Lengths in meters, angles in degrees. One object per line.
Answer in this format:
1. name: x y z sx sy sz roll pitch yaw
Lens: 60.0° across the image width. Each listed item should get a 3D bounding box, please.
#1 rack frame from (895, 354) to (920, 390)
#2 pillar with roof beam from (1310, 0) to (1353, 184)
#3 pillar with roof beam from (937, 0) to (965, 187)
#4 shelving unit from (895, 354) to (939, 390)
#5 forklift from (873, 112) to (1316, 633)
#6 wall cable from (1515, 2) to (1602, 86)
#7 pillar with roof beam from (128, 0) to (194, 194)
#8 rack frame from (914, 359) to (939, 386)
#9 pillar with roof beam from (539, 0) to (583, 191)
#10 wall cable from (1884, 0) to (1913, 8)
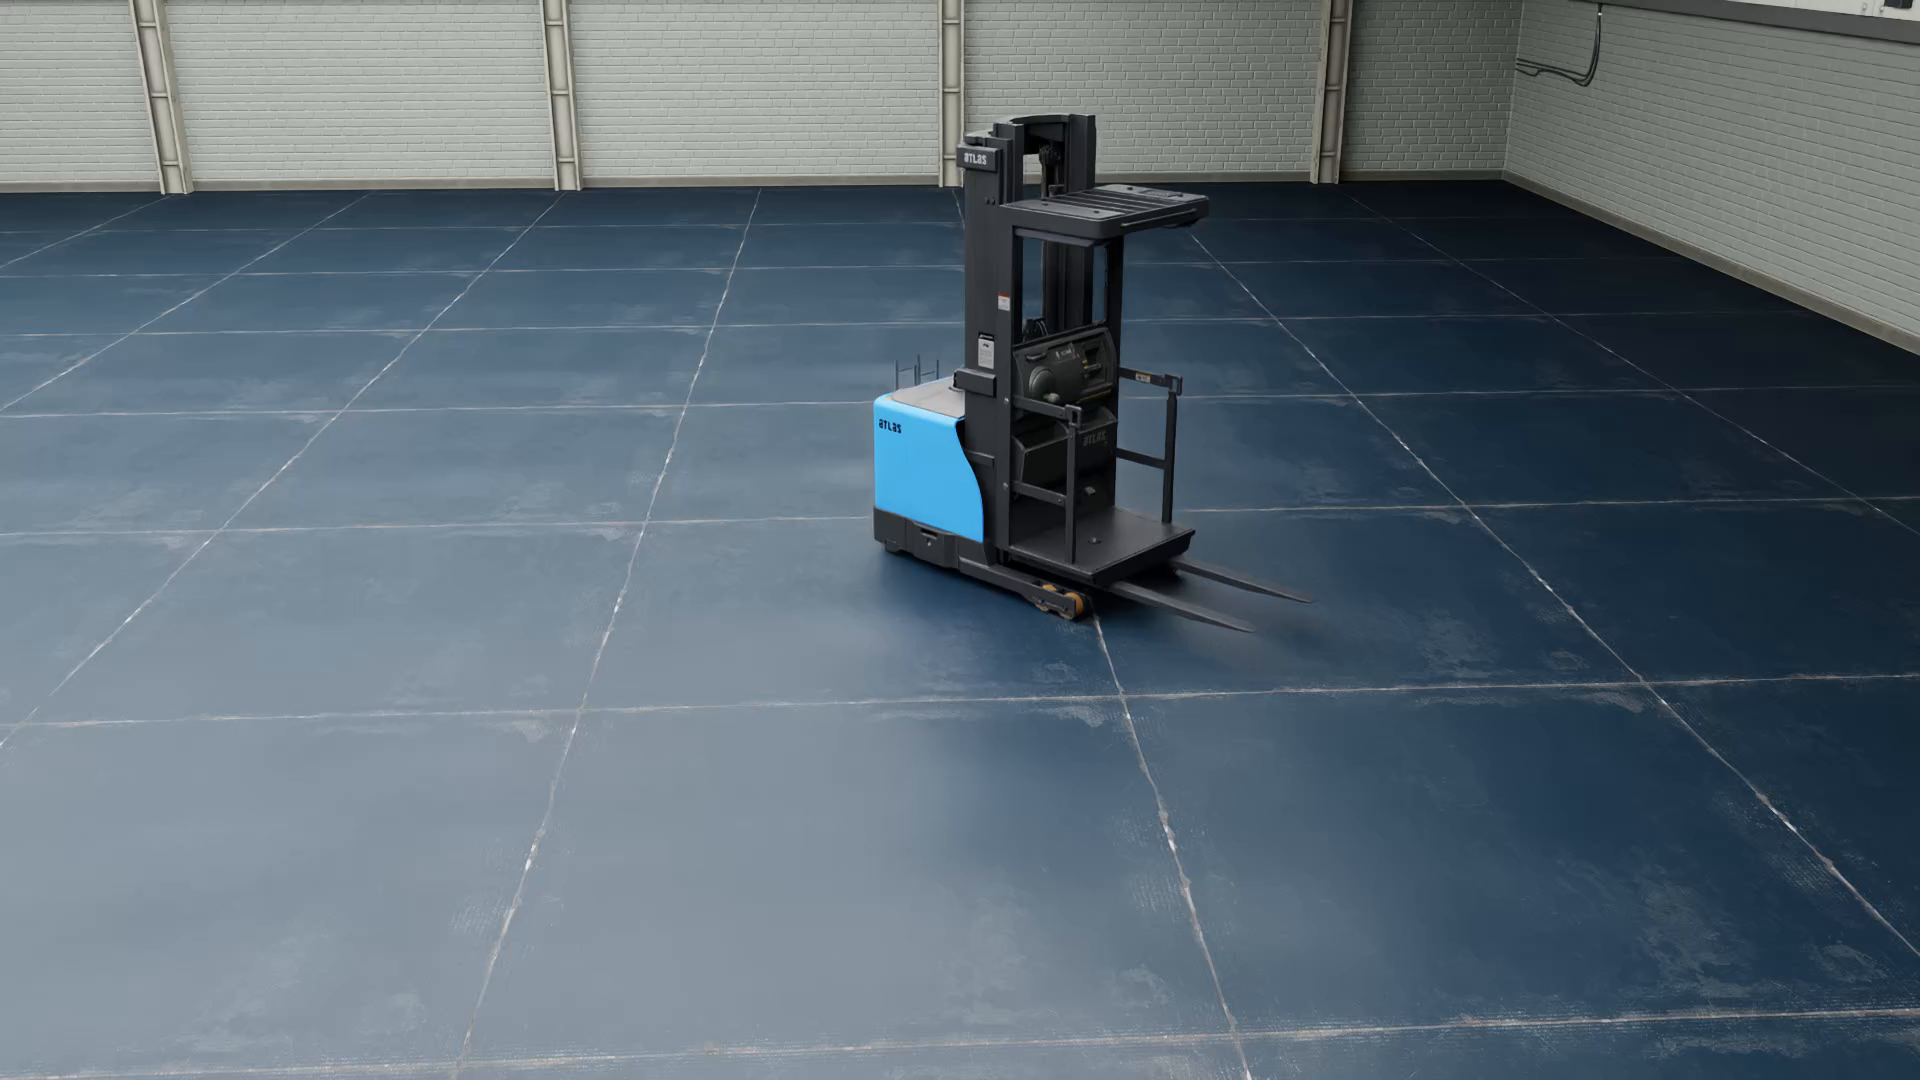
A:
1. rack frame: -0.365 -0.712 11.805 0.006 1.200 0.240 19 28 40
2. pillar with roof beam: 6.097 -8.430 21.116 0.400 9.000 9.100 -1 21 -3
3. pillar with roof beam: 0.107 -8.308 20.796 0.400 9.000 9.100 -1 21 -3
4. shelving unit: -0.298 -0.690 11.746 0.189 1.200 0.258 19 28 40
5. forklift: 0.823 -1.085 10.352 3.031 2.935 1.130 19 28 40
6. wall cable: 8.868 -8.098 24.608 0.112 2.526 3.097 -1 21 -3
7. pillar with roof beam: -11.874 -8.064 20.155 0.400 9.000 9.100 -1 21 -3
8. rack frame: -0.232 -0.667 11.687 0.006 1.200 0.240 19 28 40
9. pillar with roof beam: -5.884 -8.186 20.476 0.400 9.000 9.100 -1 21 -3
10. wall cable: 9.394 -7.766 14.592 0.169 6.003 2.305 -1 21 -3
